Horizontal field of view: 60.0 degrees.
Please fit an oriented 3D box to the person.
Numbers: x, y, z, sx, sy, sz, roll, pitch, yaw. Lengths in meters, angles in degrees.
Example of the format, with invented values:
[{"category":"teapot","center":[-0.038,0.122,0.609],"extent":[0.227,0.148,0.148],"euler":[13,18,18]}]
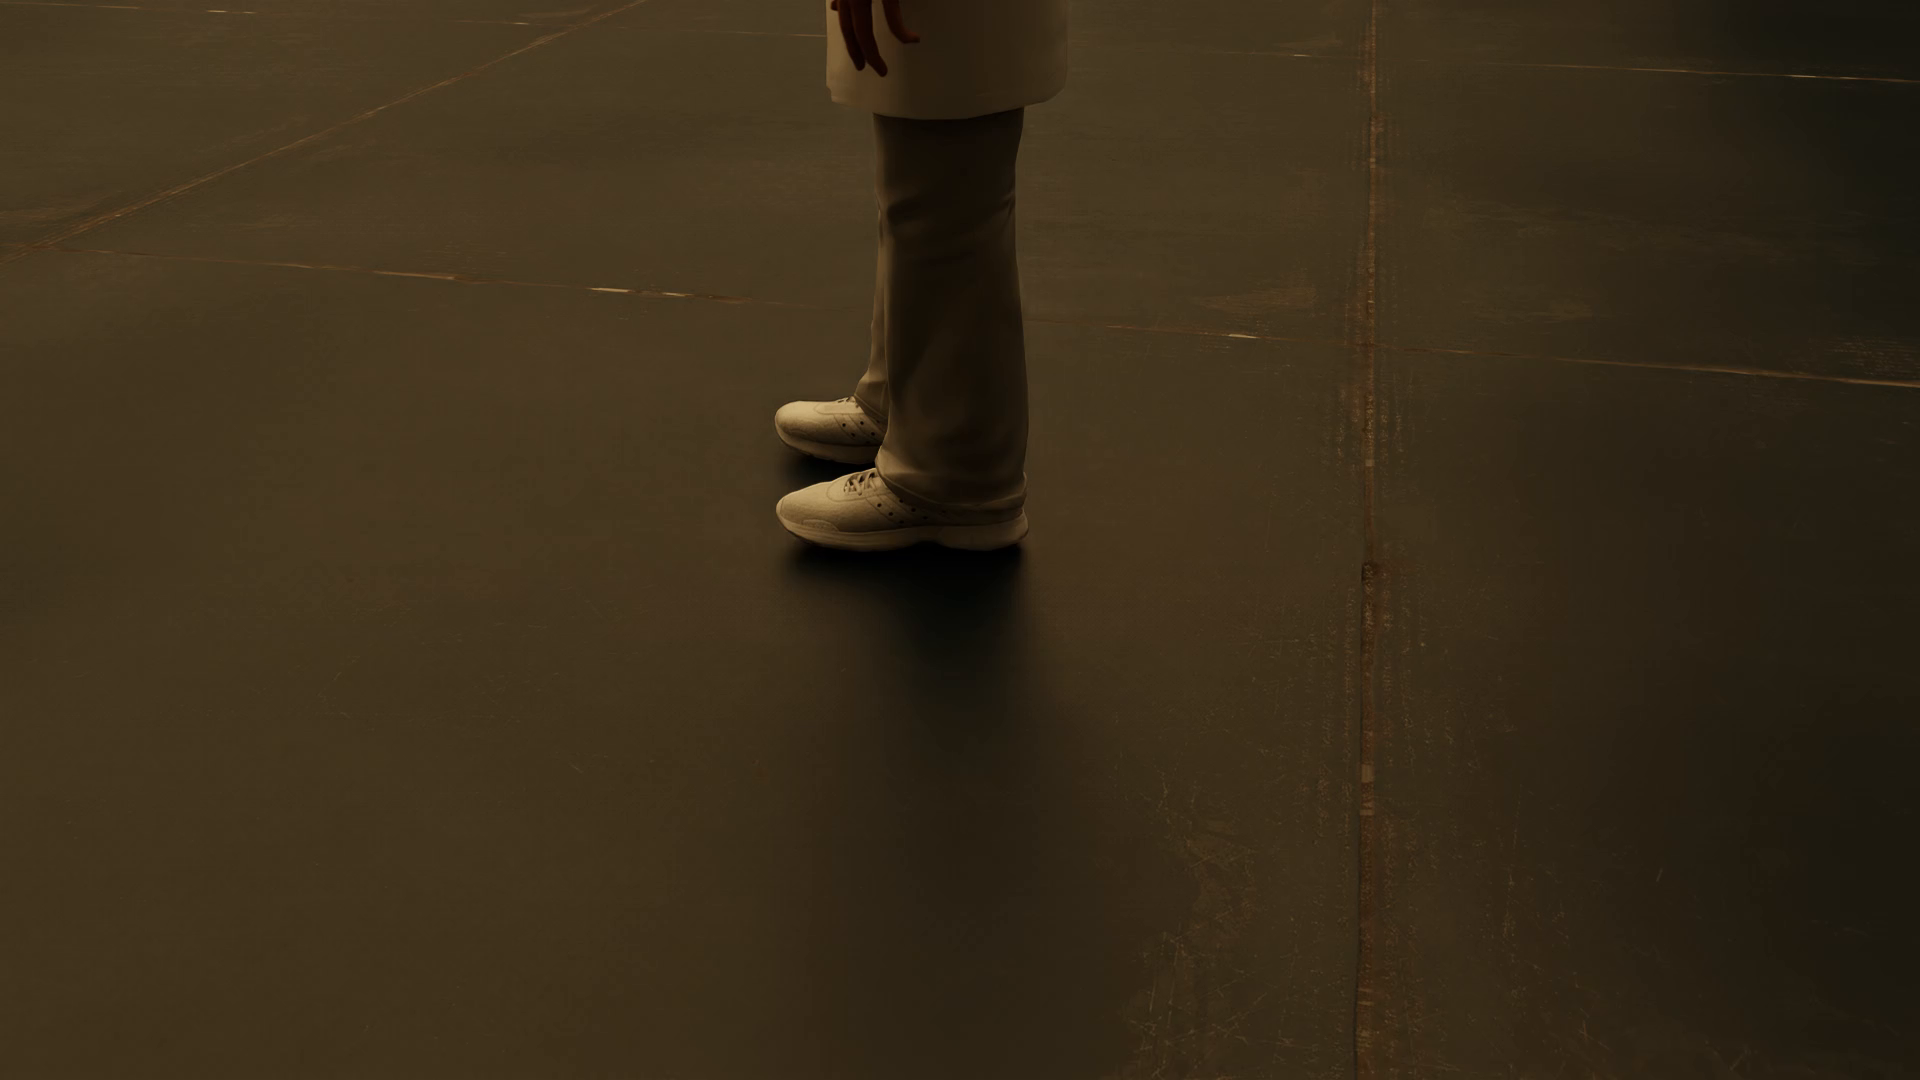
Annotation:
[{"category":"person","center":[-0.087,-0.811,2.118],"extent":[0.581,1.776,0.694],"euler":[6,27,11]}]
